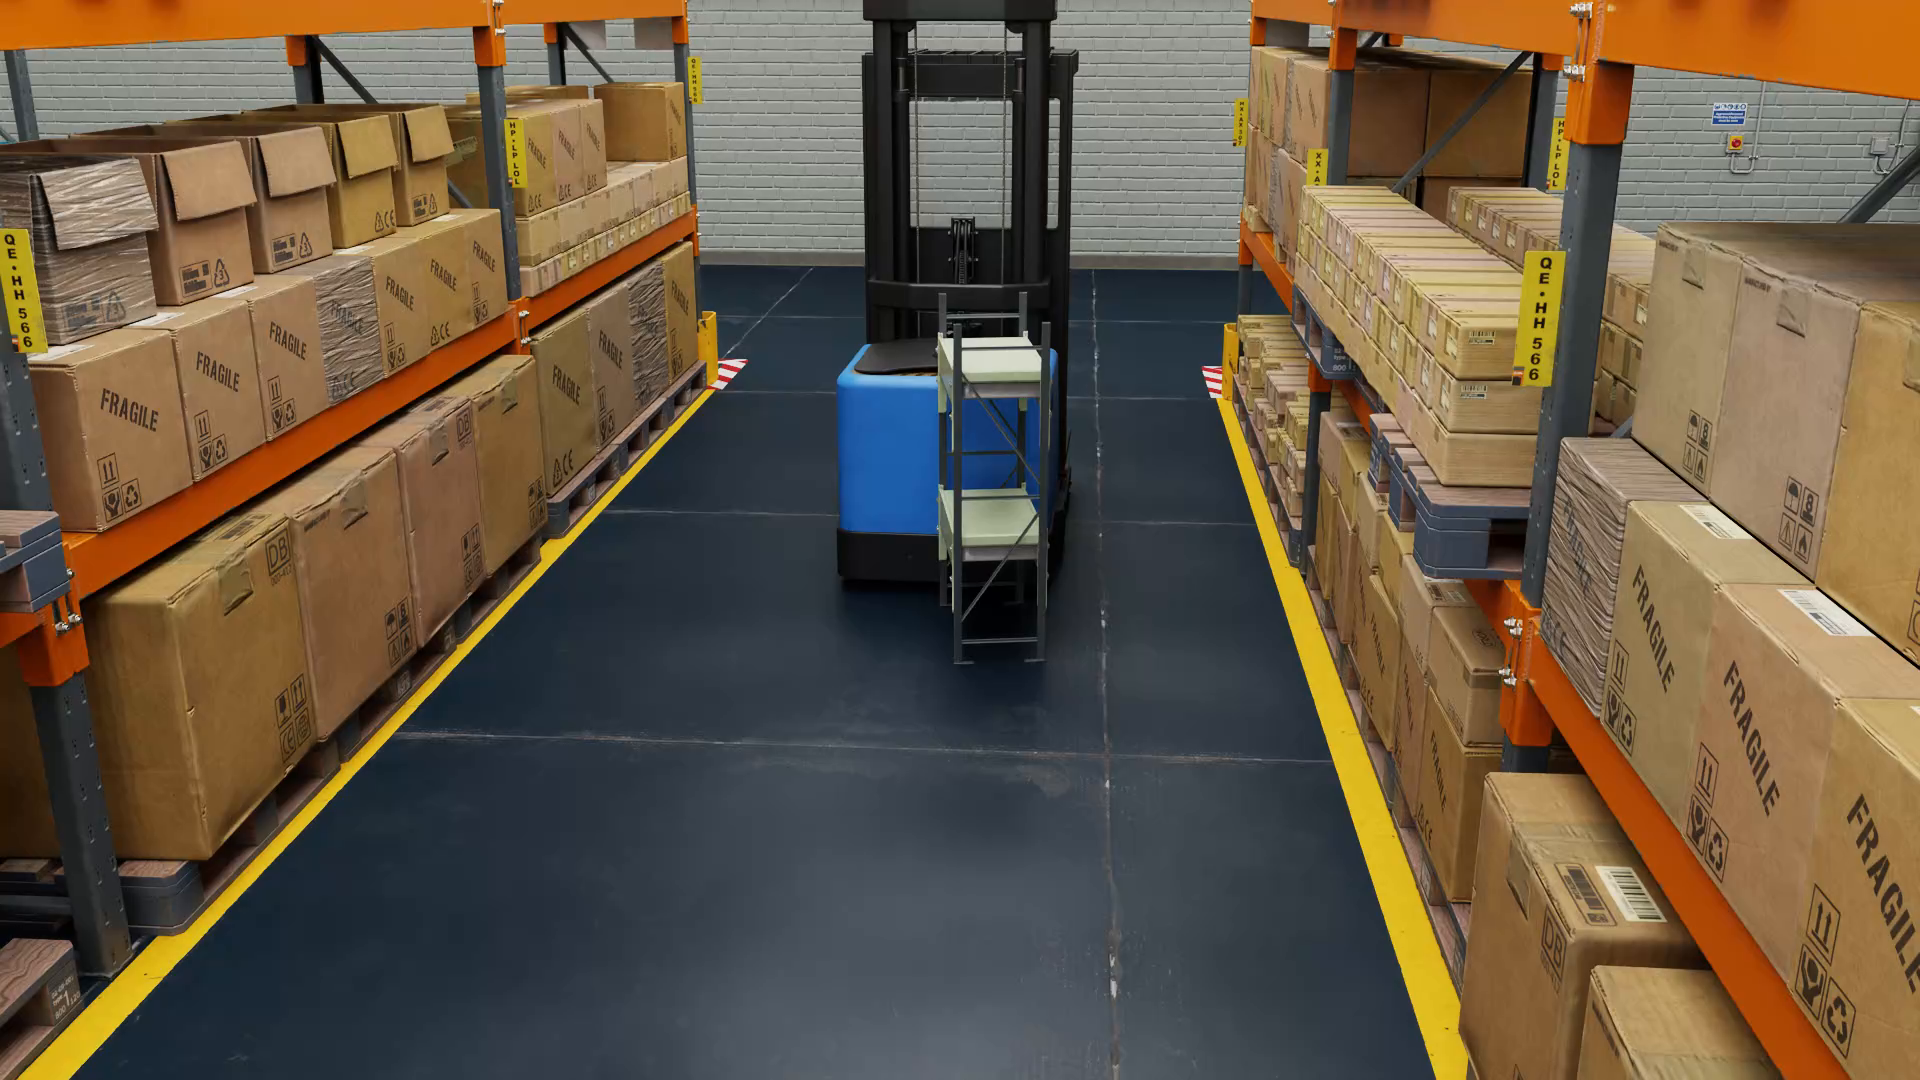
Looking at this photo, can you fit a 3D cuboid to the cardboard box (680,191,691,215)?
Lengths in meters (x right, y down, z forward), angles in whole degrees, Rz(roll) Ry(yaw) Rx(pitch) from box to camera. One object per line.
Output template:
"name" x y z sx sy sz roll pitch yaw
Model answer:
"cardboard box" -2.132 -2.395 11.819 0.380 0.149 0.250 2 18 5

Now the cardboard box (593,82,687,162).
"cardboard box" -2.208 -2.902 11.521 0.500 0.500 0.500 2 18 5

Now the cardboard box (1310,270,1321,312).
"cardboard box" 1.695 -1.053 7.047 0.380 0.149 0.250 1 18 4

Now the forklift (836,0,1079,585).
"forklift" 0.065 -1.588 9.062 1.130 2.935 3.031 2 18 6

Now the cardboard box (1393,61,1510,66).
"cardboard box" 2.515 -2.208 8.601 0.500 0.500 0.500 1 18 2

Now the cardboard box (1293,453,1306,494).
"cardboard box" 1.923 -0.339 8.568 0.380 0.149 0.250 2 18 5

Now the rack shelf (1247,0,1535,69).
"rack shelf" 2.361 -2.953 9.456 1.077 0.370 4.000 1 18 4

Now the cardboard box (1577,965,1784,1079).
"cardboard box" 1.738 1.322 3.009 1.050 0.750 0.750 2 18 5

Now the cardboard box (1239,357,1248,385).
"cardboard box" 2.148 -1.180 11.610 0.380 0.149 0.250 2 18 5

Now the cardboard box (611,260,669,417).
"cardboard box" -2.467 -1.339 10.931 0.875 0.875 0.875 1 18 4

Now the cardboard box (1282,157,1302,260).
"cardboard box" 2.009 -1.755 8.823 0.500 0.500 0.500 1 18 2

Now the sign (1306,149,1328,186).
"sign" 1.676 -1.669 7.810 0.100 0.325 0.005 1 18 4

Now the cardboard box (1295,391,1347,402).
"cardboard box" 2.070 -0.729 9.278 0.380 0.149 0.250 2 18 6

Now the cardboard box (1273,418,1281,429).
"cardboard box" 2.066 -0.623 9.912 0.380 0.149 0.250 2 18 5

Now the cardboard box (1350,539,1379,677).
"cardboard box" 1.840 0.291 6.558 0.500 0.500 0.500 2 18 5

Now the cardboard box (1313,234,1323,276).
"cardboard box" 1.696 -1.197 7.010 0.380 0.149 0.250 2 18 5

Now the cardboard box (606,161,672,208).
"cardboard box" -2.242 -2.389 11.159 0.500 0.250 0.500 1 18 3

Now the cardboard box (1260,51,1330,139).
"cardboard box" 2.118 -2.703 10.111 0.500 0.500 0.500 1 18 3

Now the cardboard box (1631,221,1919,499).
"cardboard box" 1.889 -0.389 3.528 0.700 0.500 0.500 1 18 4

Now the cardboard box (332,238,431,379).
"cardboard box" -2.556 -0.971 6.907 0.500 0.500 0.500 1 18 3

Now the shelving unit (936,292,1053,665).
"shelving unit" 0.138 -0.289 7.395 0.431 1.500 0.755 -2 18 -5

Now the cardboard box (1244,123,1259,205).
"cardboard box" 2.197 -2.546 11.238 0.500 0.500 0.500 2 18 7

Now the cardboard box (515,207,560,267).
"cardboard box" -2.427 -1.601 8.753 0.500 0.250 0.500 1 18 3

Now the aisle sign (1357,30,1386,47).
"aisle sign" 2.809 -3.742 11.351 0.394 0.787 0.004 1 18 4

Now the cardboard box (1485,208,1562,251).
"cardboard box" 2.326 -1.237 6.654 0.380 0.149 0.250 1 18 4

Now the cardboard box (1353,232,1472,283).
"cardboard box" 1.623 -1.014 5.973 0.380 0.149 0.250 2 18 6

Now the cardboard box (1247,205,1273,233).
"cardboard box" 2.105 -2.116 10.966 0.380 0.149 0.250 1 18 2

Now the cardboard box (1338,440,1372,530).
"cardboard box" 1.866 -0.227 6.935 0.500 0.250 0.500 2 18 5

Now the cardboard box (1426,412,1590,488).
"cardboard box" 1.508 -0.250 4.597 0.380 0.149 0.250 2 18 5

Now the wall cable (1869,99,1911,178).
"wall cable" 9.246 -4.618 16.568 0.588 1.984 0.122 1 18 4

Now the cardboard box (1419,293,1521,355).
"cardboard box" 1.529 -0.609 4.739 0.380 0.149 0.250 1 18 3

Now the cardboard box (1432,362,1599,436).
"cardboard box" 1.512 -0.391 4.551 0.380 0.149 0.250 2 18 5

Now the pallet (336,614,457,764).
"pallet" -2.787 0.556 6.887 1.003 0.211 1.213 1 18 4

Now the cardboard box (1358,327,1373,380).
"cardboard box" 1.605 -0.648 5.812 0.380 0.149 0.250 2 18 6

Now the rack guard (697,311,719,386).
"rack guard" -2.434 -1.452 12.552 1.175 0.500 0.348 1 18 4

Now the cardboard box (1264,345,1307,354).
"cardboard box" 2.118 -1.134 10.517 0.380 0.149 0.250 2 18 6

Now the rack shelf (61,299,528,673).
"rack shelf" -2.865 -0.427 6.565 1.077 0.370 4.000 1 18 4

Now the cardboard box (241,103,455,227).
"cardboard box" -2.760 -1.716 7.571 0.797 0.503 0.637 1 18 2

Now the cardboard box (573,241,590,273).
"cardboard box" -2.315 -1.601 9.394 0.380 0.149 0.250 1 18 2

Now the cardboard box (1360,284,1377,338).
"cardboard box" 1.603 -0.792 5.773 0.380 0.149 0.250 2 18 5

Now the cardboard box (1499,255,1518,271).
"cardboard box" 2.313 -1.017 6.461 0.380 0.149 0.250 0 18 1

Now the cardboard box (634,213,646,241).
"cardboard box" -2.222 -1.998 10.605 0.380 0.149 0.250 1 18 4

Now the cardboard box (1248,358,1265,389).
"cardboard box" 2.079 -1.081 10.830 0.380 0.149 0.250 2 18 6

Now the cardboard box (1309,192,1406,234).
"cardboard box" 1.717 -1.412 7.190 0.380 0.149 0.250 2 18 5

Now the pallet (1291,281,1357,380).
"pallet" 2.018 -0.923 7.231 1.003 0.211 1.213 1 18 4

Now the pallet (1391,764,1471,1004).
"pallet" 1.989 1.077 5.299 1.003 0.211 1.213 1 18 4

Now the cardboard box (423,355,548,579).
"cardboard box" -2.748 -0.381 8.006 1.225 0.875 0.875 1 18 4

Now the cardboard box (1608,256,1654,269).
"cardboard box" 2.233 -0.834 5.425 0.380 0.149 0.250 2 18 6

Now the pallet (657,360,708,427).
"pallet" -2.415 -1.057 11.811 1.003 0.211 1.213 1 18 4

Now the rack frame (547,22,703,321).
"rack frame" -2.435 -2.633 12.140 1.000 3.000 0.127 1 18 4

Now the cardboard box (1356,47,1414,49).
"cardboard box" 2.720 -3.007 11.038 0.500 0.500 0.500 1 18 3
